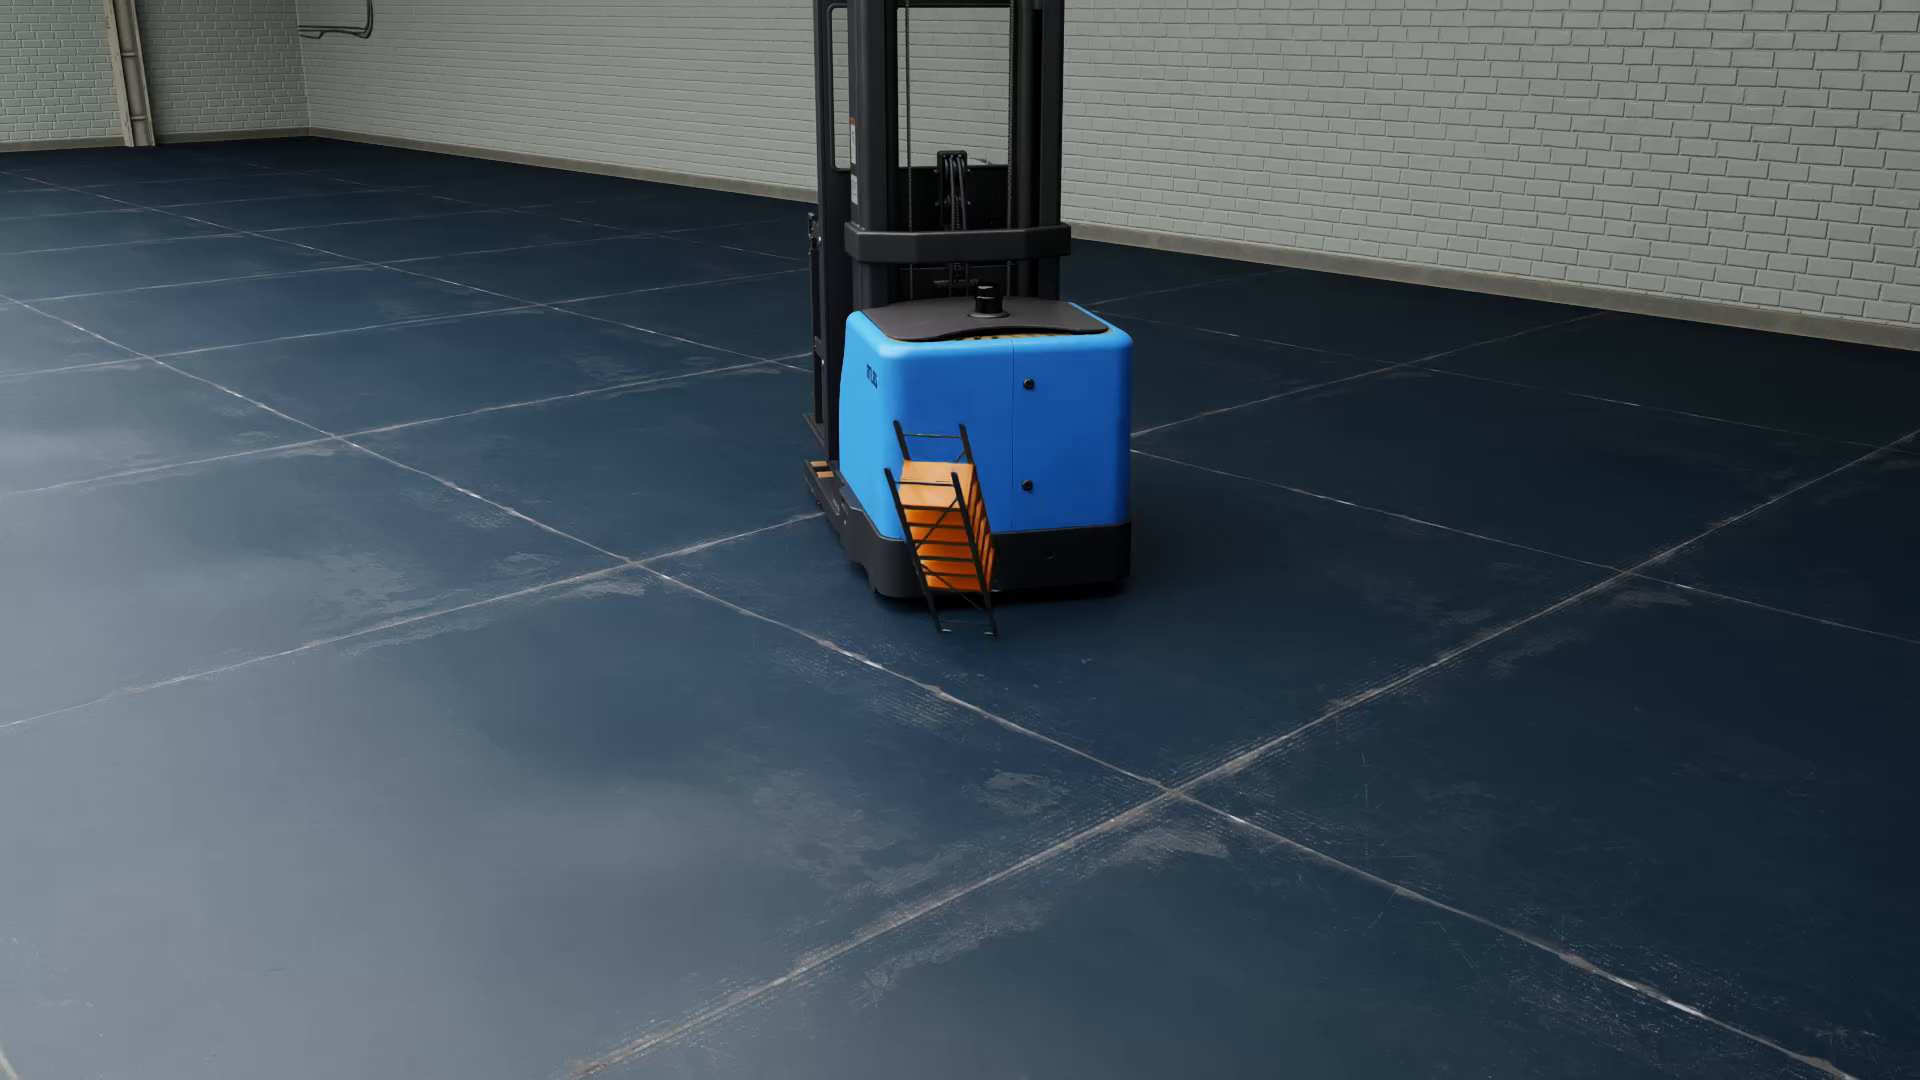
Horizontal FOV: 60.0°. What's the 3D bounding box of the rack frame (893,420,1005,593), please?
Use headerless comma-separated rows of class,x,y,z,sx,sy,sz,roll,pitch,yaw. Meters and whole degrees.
rack frame,-0.024,-0.095,5.939,0.240,1.200,0.006,3,62,10

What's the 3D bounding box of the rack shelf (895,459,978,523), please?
rack shelf,-0.078,-0.166,5.623,0.258,0.103,0.180,3,62,10

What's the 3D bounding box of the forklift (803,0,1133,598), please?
forklift,-0.145,-1.581,7.608,1.130,2.935,3.031,-4,18,-13

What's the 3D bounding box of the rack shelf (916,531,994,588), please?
rack shelf,-0.015,0.065,6.040,0.258,0.103,0.180,3,62,10

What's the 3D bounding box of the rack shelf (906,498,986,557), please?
rack shelf,-0.046,-0.051,5.831,0.258,0.103,0.180,3,62,10

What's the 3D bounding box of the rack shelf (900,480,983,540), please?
rack shelf,-0.062,-0.109,5.727,0.258,0.103,0.180,3,62,10

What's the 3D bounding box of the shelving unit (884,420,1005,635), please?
shelving unit,-0.036,-0.015,5.897,0.258,1.200,0.189,3,62,10

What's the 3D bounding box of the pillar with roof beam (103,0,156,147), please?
pillar with roof beam,-10.800,-9.937,23.542,0.400,9.000,9.100,-16,24,-41

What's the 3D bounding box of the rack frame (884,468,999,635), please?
rack frame,-0.049,0.065,5.855,0.240,1.200,0.006,3,62,10

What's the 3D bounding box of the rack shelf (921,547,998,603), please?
rack shelf,0.001,0.122,6.144,0.258,0.103,0.180,3,62,10

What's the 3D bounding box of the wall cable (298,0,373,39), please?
wall cable,-10.709,-9.752,28.008,0.112,2.526,3.097,-16,24,-41

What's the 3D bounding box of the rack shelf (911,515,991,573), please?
rack shelf,-0.031,0.007,5.936,0.258,0.103,0.180,3,62,10
